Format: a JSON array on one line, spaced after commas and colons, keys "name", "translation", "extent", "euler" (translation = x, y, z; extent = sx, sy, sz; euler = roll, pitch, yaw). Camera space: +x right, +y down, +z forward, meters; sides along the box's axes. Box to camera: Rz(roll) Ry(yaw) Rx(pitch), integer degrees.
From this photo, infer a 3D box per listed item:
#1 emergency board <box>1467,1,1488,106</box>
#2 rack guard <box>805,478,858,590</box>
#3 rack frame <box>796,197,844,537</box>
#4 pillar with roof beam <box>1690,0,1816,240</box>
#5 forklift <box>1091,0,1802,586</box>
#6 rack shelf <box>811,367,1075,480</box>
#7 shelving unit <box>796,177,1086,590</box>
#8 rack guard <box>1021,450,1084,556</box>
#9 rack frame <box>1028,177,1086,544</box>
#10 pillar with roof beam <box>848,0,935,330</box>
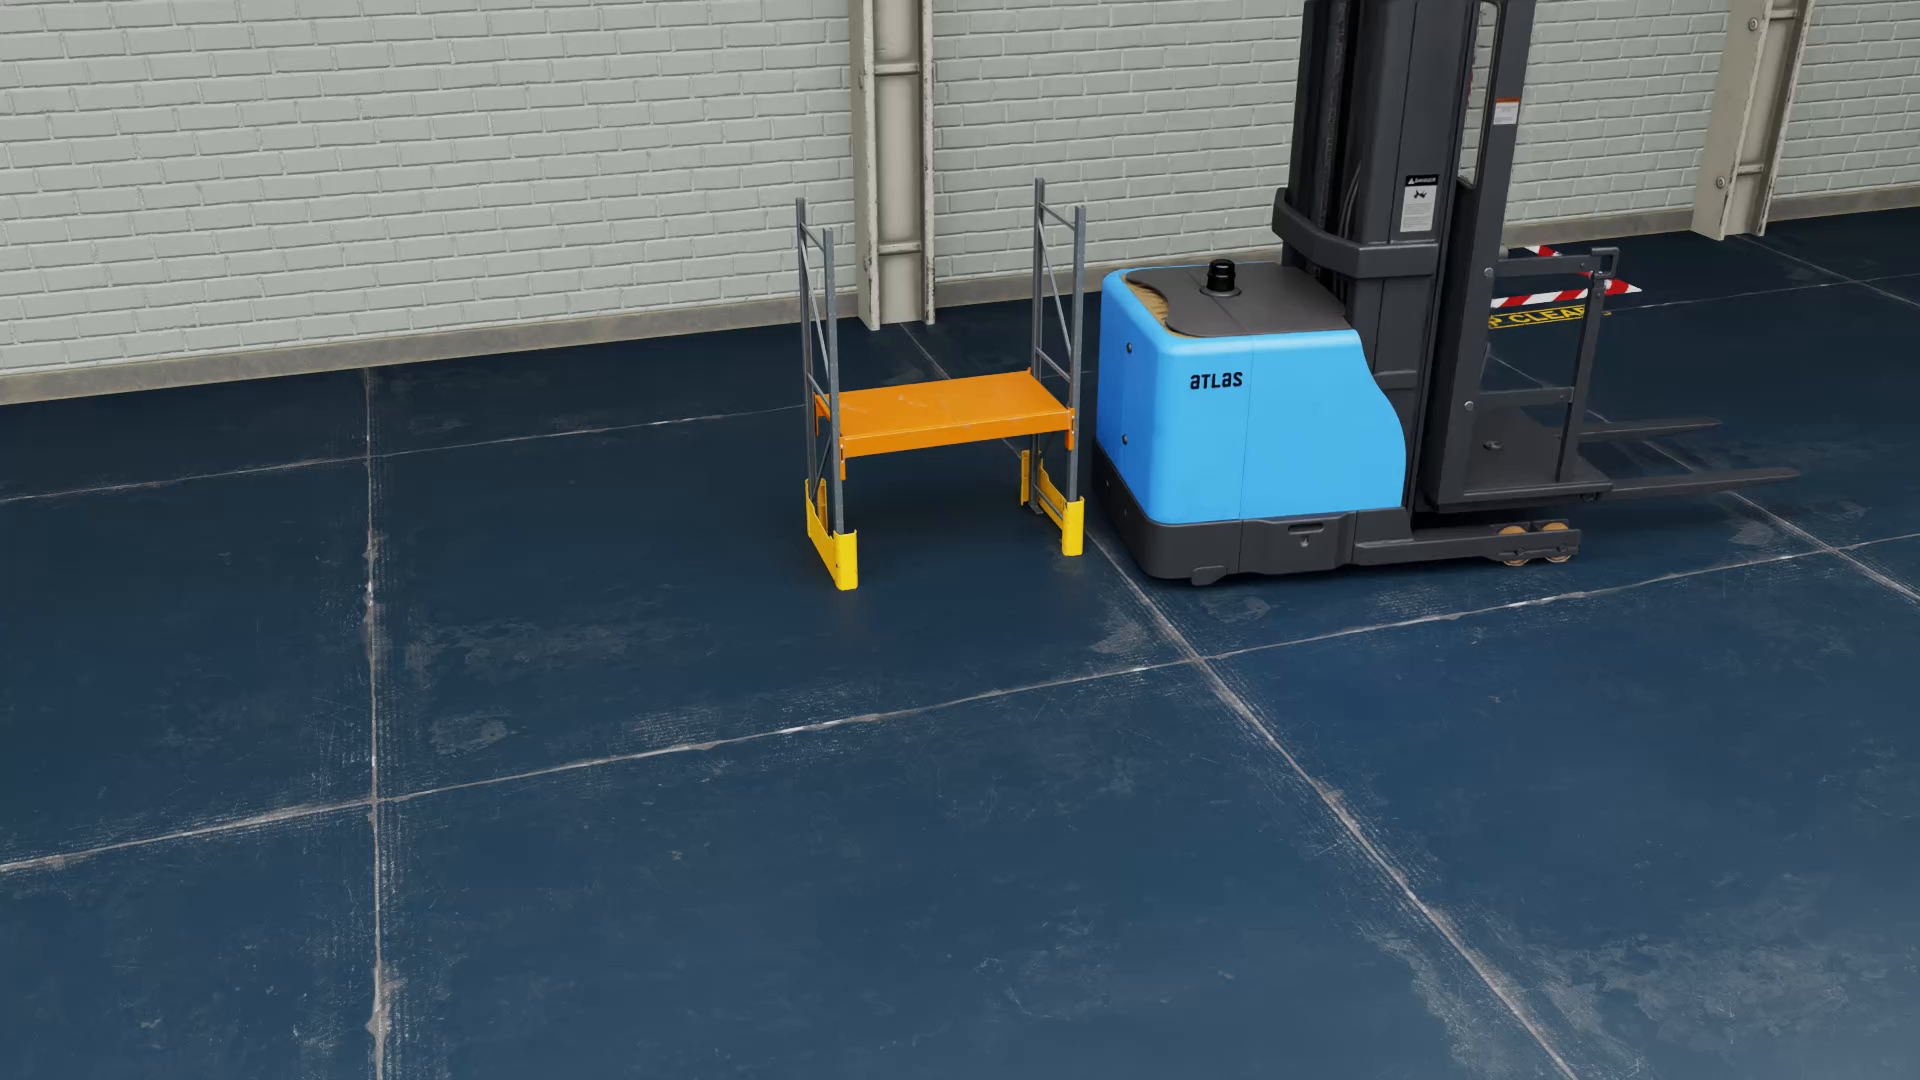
[{"name": "emergency board", "translation": [2.963, -3.162, 10.246], "extent": [0.643, 1.169, 0.194], "euler": [-8, 28, -16]}, {"name": "rack guard", "translation": [-0.546, -0.033, 7.035], "extent": [0.087, 0.250, 0.587], "euler": [-8, 28, -16]}, {"name": "rack frame", "translation": [-0.564, -0.590, 6.752], "extent": [0.032, 1.500, 0.500], "euler": [-8, 28, -16]}, {"name": "pillar with roof beam", "translation": [6.658, -4.353, 5.898], "extent": [0.400, 9.000, 9.100], "euler": [-8, 28, -16]}, {"name": "forklift", "translation": [2.166, -1.429, 6.832], "extent": [3.031, 2.935, 1.130], "euler": [-5, 27, -9]}, {"name": "rack shelf", "translation": [-0.081, -0.499, 6.973], "extent": [1.000, 0.185, 0.538], "euler": [-8, 28, -16]}, {"name": "shelving unit", "translation": [-0.072, -0.661, 6.895], "extent": [1.083, 1.500, 0.587], "euler": [-8, 28, -16]}, {"name": "rack guard", "translation": [0.401, -0.170, 7.311], "extent": [0.087, 0.250, 0.587], "euler": [-8, 28, -16]}, {"name": "rack frame", "translation": [0.402, -0.730, 7.034], "extent": [0.032, 1.500, 0.500], "euler": [-8, 28, -16]}, {"name": "pillar with roof beam", "translation": [0.953, -3.527, 4.234], "extent": [0.400, 9.000, 9.100], "euler": [-8, 28, -16]}]
